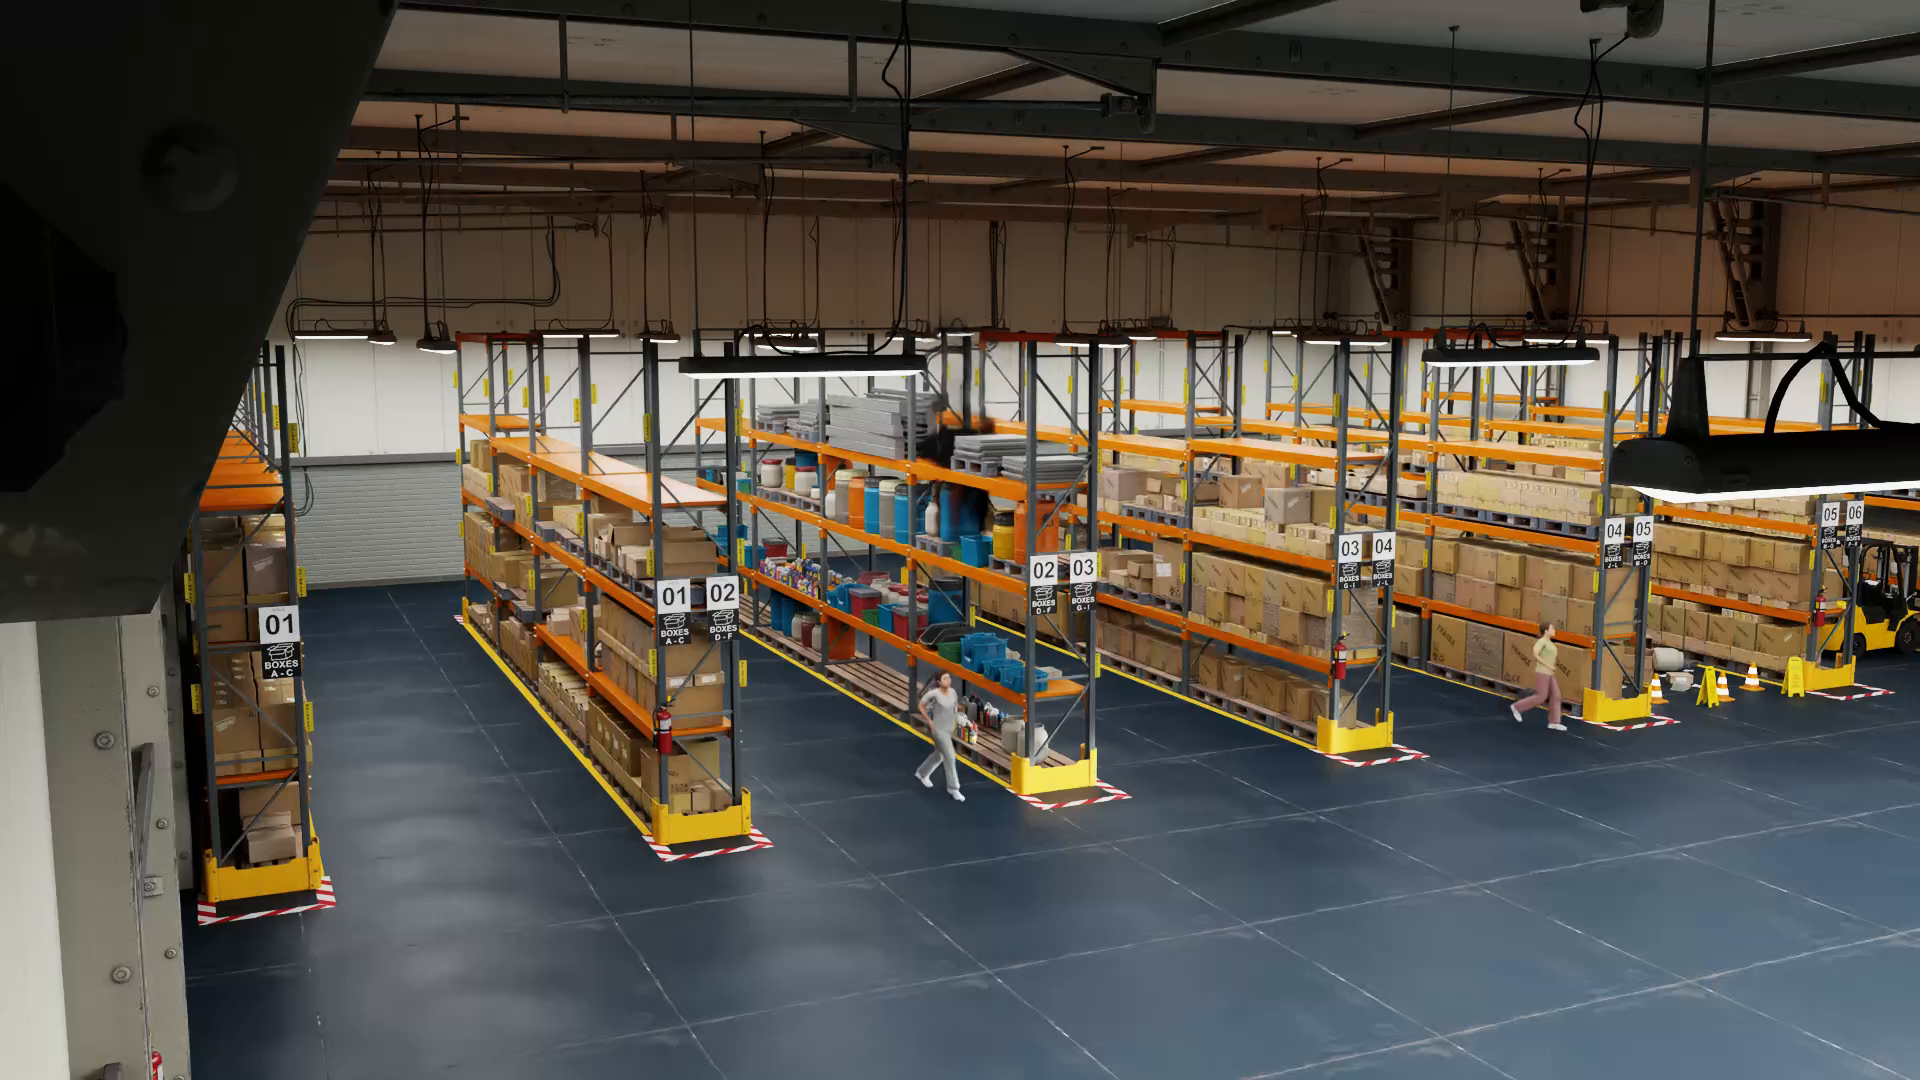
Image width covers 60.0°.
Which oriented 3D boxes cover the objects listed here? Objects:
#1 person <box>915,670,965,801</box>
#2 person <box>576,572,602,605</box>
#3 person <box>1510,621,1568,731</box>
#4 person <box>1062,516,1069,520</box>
[{"bbox_3d":[-0.236,2.541,22.041,0.880,1.701,0.549,6,10,40],"label":"person"},{"bbox_3d":[-7.624,0.864,34.514,0.630,1.652,0.580,-6,9,-35],"label":"person"},{"bbox_3d":[9.036,2.064,25.679,0.887,1.622,0.635,6,10,37],"label":"person"},{"bbox_3d":[2.485,0.258,39.109,0.575,1.655,0.553,-2,8,-12],"label":"person"}]
